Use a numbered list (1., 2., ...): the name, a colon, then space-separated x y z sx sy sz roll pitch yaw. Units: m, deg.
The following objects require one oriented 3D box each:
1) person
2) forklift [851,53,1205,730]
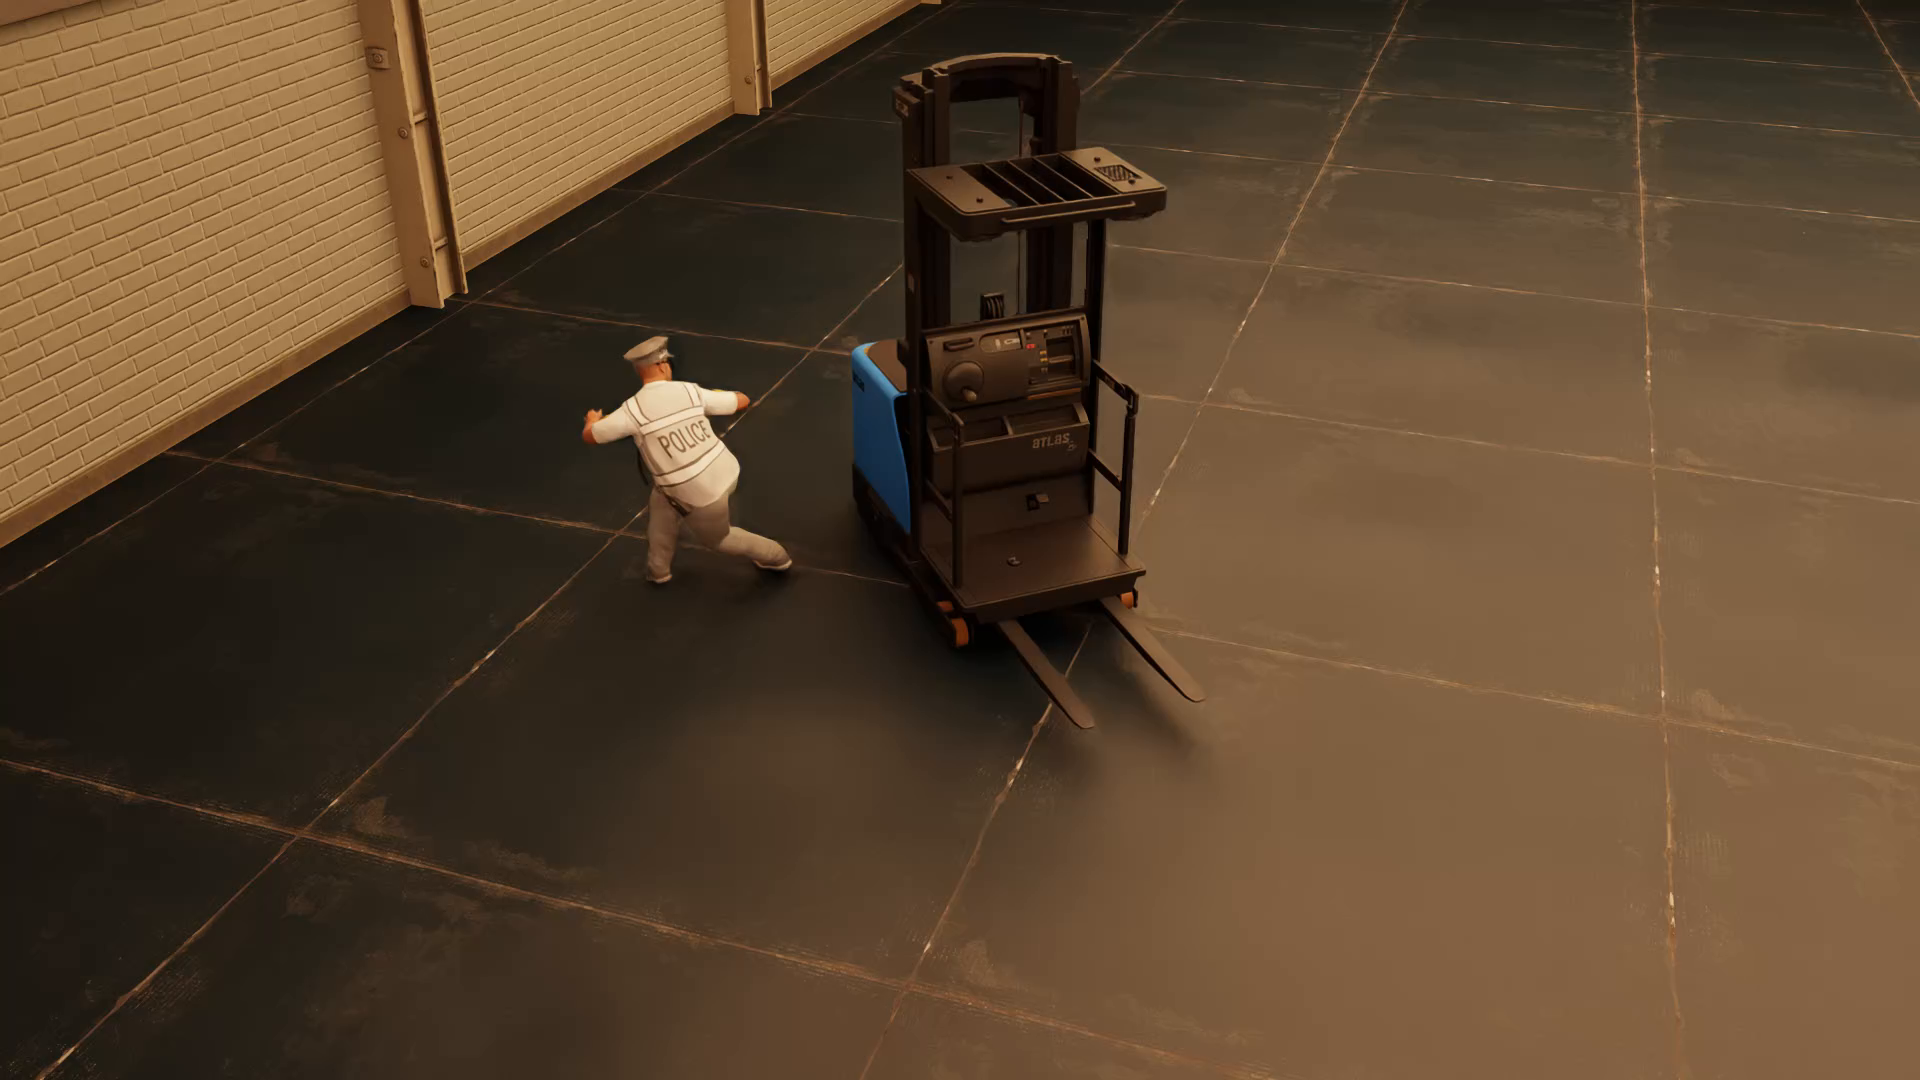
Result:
1. person: -1.576 -0.444 9.360 1.032 1.539 0.977 17 34 27
2. forklift: 0.347 -0.922 8.754 1.130 2.935 3.031 -11 32 -19
